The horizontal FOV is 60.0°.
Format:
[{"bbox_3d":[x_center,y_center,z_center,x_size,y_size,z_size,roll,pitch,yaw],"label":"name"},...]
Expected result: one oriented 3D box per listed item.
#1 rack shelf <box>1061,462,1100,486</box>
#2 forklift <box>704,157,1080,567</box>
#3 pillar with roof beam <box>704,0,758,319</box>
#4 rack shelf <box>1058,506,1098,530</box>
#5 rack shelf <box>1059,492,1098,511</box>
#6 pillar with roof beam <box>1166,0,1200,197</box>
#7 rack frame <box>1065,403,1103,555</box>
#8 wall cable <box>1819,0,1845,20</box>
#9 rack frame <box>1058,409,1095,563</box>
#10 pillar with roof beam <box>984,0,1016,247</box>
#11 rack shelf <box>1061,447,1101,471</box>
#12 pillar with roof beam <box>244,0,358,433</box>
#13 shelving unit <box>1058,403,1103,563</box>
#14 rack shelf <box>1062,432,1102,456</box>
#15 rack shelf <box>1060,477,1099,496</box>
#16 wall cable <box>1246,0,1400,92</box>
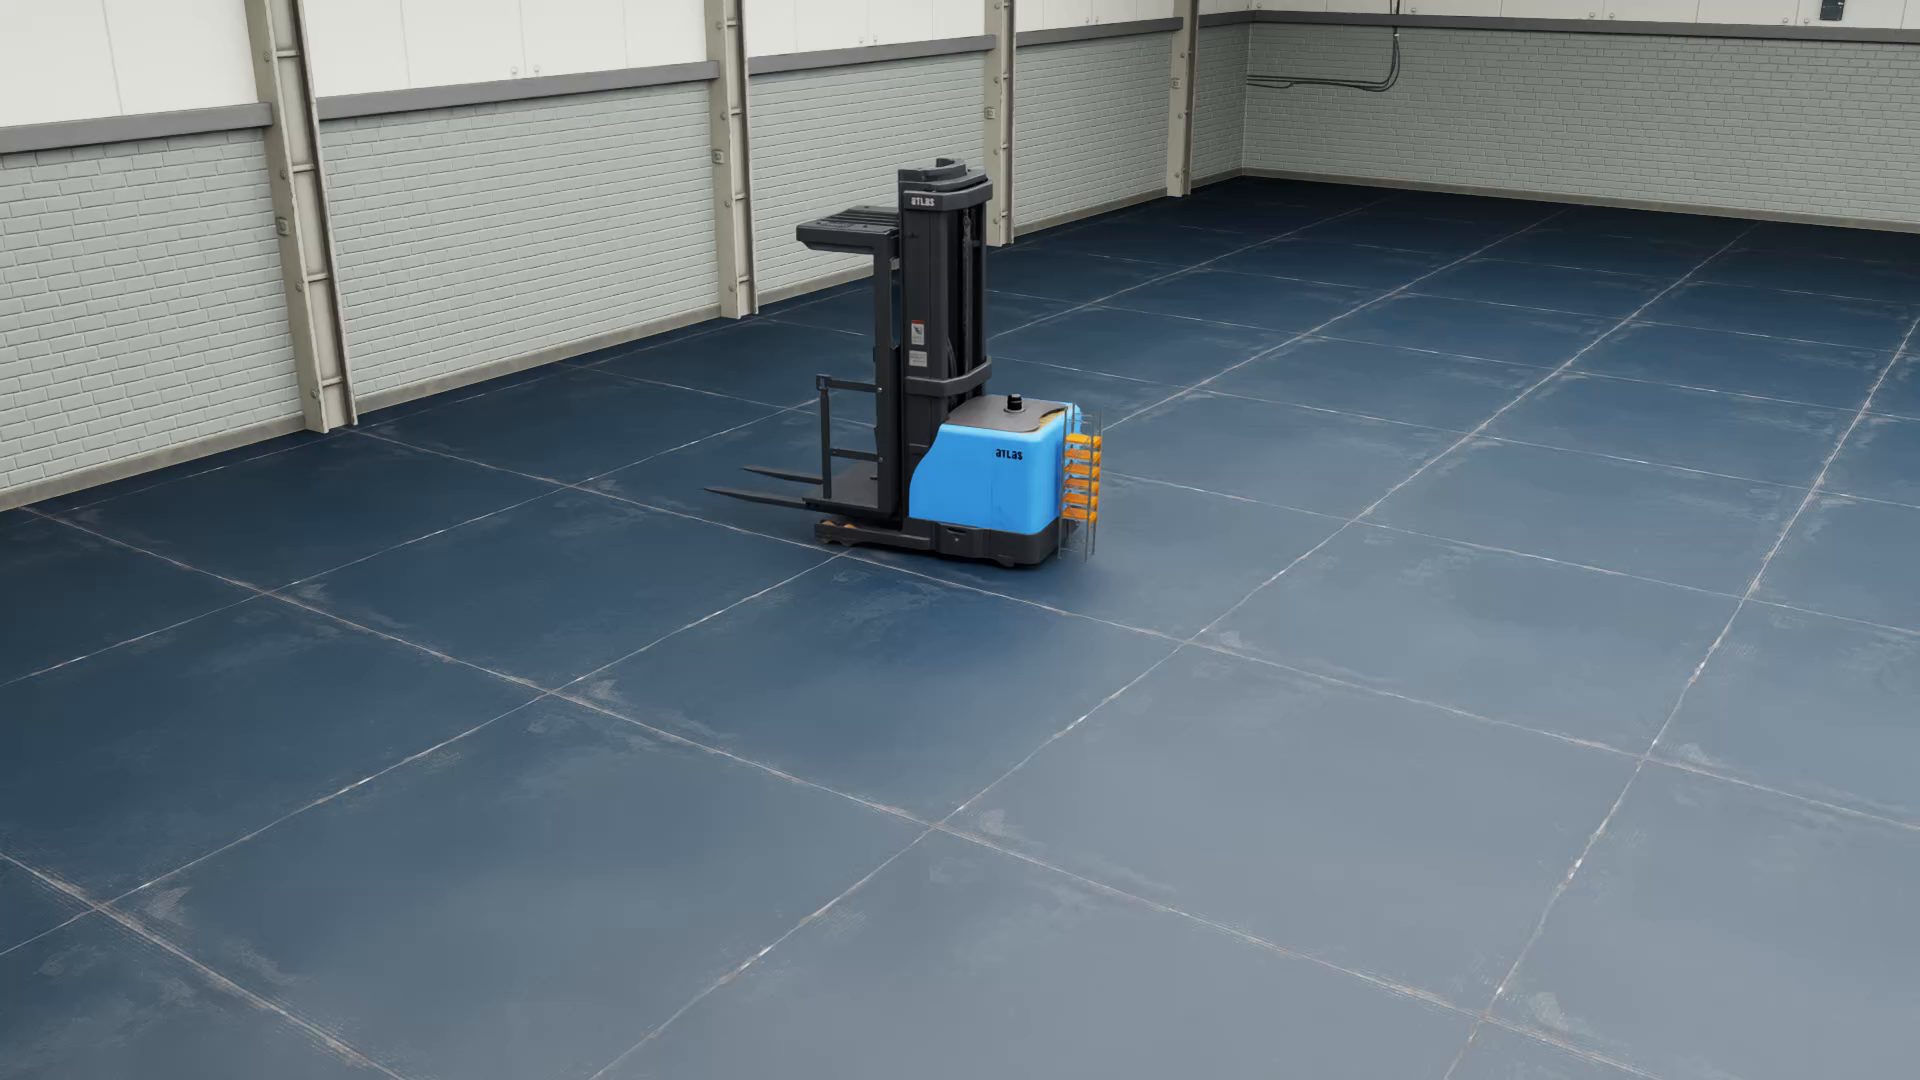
[{"bbox_3d":[0.917,-0.504,12.670,0.258,0.103,0.180,10,22,21],"label":"rack shelf"},{"bbox_3d":[-0.605,-1.487,13.061,3.031,2.935,1.130,9,22,22],"label":"forklift"},{"bbox_3d":[0.779,-6.219,17.106,9.100,9.000,0.400,13,24,32],"label":"pillar with roof beam"},{"bbox_3d":[0.909,-0.168,12.799,0.258,0.103,0.180,10,22,21],"label":"rack shelf"},{"bbox_3d":[0.912,-0.280,12.756,0.258,0.103,0.180,10,22,21],"label":"rack shelf"},{"bbox_3d":[7.525,-9.662,26.414,9.100,9.000,0.400,13,24,32],"label":"pillar with roof beam"},{"bbox_3d":[0.951,-0.463,12.777,0.240,1.200,0.006,10,22,21],"label":"rack frame"},{"bbox_3d":[14.557,-10.828,24.664,2.305,6.003,0.169,13,24,32],"label":"wall cable"},{"bbox_3d":[0.881,-0.404,12.618,0.240,1.200,0.006,10,22,21],"label":"rack frame"},{"bbox_3d":[4.152,-7.940,21.760,9.100,9.000,0.400,13,24,32],"label":"pillar with roof beam"},{"bbox_3d":[0.920,-0.616,12.628,0.258,0.103,0.180,10,22,21],"label":"rack shelf"},{"bbox_3d":[-2.594,-4.497,12.451,9.100,9.000,0.400,13,24,32],"label":"pillar with roof beam"},{"bbox_3d":[0.916,-0.433,12.697,0.258,1.200,0.189,10,22,21],"label":"shelving unit"},{"bbox_3d":[0.923,-0.728,12.585,0.258,0.103,0.180,10,22,21],"label":"rack shelf"},{"bbox_3d":[0.915,-0.392,12.713,0.258,0.103,0.180,10,22,21],"label":"rack shelf"},{"bbox_3d":[6.714,-9.632,30.810,3.097,2.526,0.112,13,24,32],"label":"wall cable"}]
